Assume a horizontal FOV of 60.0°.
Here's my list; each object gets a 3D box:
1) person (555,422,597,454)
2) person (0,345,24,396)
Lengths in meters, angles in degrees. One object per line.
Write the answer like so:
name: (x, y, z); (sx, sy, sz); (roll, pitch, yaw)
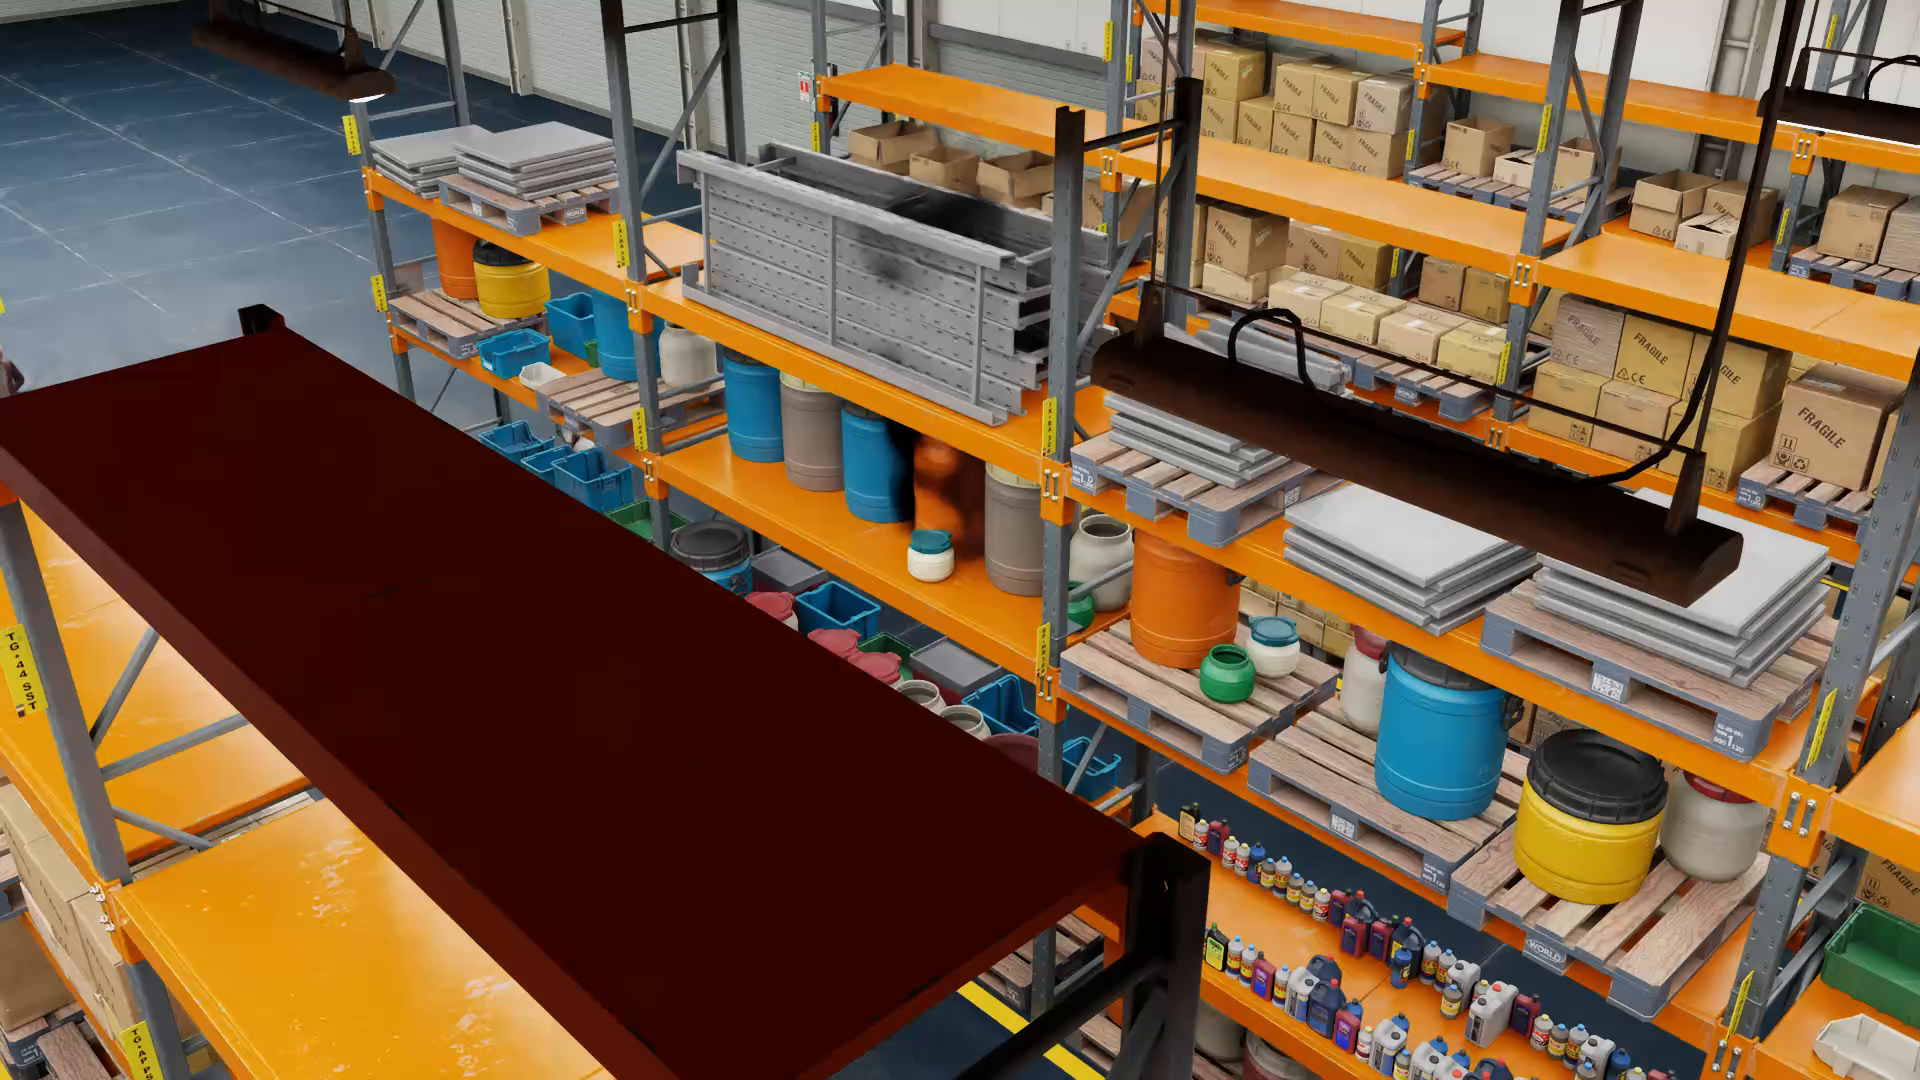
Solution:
person: (-3.808, -0.892, 16.763); (0.674, 1.782, 0.582); (14, 31, 25)
person: (-9.932, -1.268, 17.386); (0.833, 1.736, 0.716); (-10, 30, -18)
